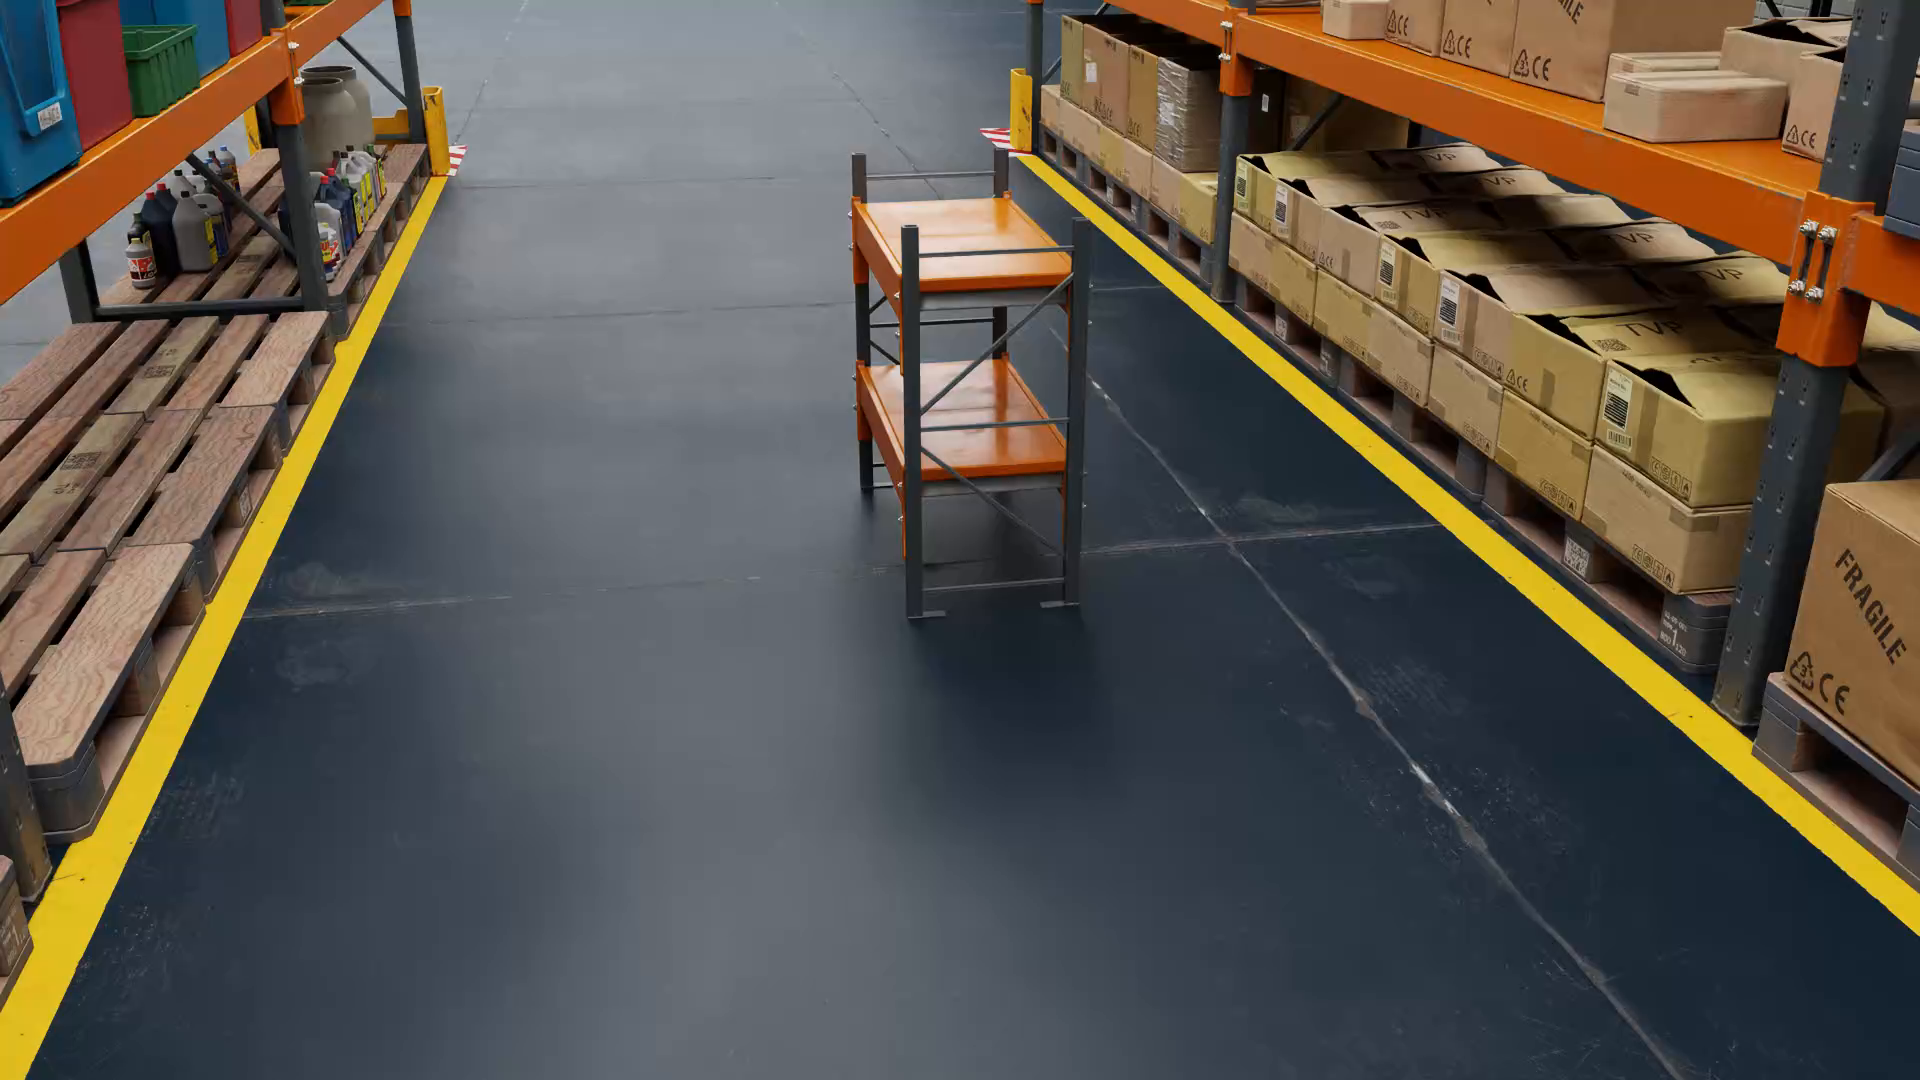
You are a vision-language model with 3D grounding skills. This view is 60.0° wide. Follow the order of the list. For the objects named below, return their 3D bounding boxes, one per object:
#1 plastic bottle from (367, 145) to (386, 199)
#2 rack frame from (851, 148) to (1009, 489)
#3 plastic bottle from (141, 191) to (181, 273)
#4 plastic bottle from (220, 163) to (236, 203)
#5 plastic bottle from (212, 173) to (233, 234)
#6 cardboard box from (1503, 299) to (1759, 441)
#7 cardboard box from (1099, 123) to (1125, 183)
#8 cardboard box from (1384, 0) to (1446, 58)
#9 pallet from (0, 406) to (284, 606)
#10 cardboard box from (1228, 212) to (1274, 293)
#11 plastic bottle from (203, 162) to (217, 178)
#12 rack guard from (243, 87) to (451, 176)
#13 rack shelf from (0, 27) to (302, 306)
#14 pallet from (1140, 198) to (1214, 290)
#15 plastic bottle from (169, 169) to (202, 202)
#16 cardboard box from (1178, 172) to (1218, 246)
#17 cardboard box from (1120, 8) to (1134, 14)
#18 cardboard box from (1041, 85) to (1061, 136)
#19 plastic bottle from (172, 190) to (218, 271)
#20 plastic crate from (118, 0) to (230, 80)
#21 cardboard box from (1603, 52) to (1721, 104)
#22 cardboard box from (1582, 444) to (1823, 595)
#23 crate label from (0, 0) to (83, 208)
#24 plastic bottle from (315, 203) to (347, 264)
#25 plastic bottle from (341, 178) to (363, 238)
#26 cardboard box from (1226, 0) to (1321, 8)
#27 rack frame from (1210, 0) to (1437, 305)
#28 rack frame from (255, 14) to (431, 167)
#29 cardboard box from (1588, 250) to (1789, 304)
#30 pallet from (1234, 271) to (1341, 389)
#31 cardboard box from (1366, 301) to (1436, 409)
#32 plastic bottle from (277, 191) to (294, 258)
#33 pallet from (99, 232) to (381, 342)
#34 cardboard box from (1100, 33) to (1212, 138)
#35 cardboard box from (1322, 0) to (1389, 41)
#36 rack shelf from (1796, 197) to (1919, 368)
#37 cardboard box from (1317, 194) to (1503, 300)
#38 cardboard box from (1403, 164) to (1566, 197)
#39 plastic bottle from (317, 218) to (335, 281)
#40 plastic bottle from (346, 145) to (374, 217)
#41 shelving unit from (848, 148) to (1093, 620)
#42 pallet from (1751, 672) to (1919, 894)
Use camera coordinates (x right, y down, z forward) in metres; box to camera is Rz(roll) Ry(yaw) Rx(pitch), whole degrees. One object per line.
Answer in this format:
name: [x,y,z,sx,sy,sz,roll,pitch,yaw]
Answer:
plastic bottle: [-3.111,-1.963,8.840,0.061,0.283,0.133,-4,24,-8]
rack frame: [-0.093,-0.713,5.477,0.500,1.125,0.032,-4,24,-10]
plastic bottle: [-3.584,-1.387,7.437,0.144,0.351,0.185,-5,24,-11]
plastic bottle: [-3.873,-1.883,8.759,0.097,0.201,0.097,0,24,0]
plastic bottle: [-3.601,-1.631,8.080,0.061,0.283,0.133,-4,24,-10]
cardboard box: [1.985,-0.540,4.948,0.500,0.311,0.500,-5,24,-11]
cardboard box: [1.104,-2.220,9.497,0.500,0.250,0.500,-4,24,-10]
cardboard box: [1.911,-2.067,6.111,0.500,0.500,0.500,-3,24,-6]
pallet: [-2.769,-0.102,5.220,1.003,0.211,1.213,-4,24,-10]
cardboard box: [1.518,-1.288,7.361,0.500,0.250,0.500,-5,24,-11]
plastic bottle: [-3.810,-1.781,8.440,0.097,0.271,0.097,0,24,0]
rack guard: [-3.861,-2.568,10.506,1.175,0.500,0.348,-4,24,-10]
rack shelf: [-2.812,-1.051,4.807,1.077,0.370,4.000,-4,24,-10]
pallet: [1.581,-1.570,8.581,1.003,0.211,1.213,-4,24,-10]
plastic bottle: [-3.679,-1.589,7.901,0.144,0.351,0.185,-4,24,-10]
cardboard box: [1.387,-1.631,8.147,0.500,0.250,0.500,-4,24,-10]
cardboard box: [1.339,-3.193,10.786,0.500,0.500,0.500,-4,24,-10]
cardboard box: [0.828,-2.810,10.848,0.500,0.250,0.500,-4,24,-10]
plastic bottle: [-3.442,-1.397,7.462,0.144,0.351,0.185,-4,24,-10]
plastic crate: [-2.672,-1.749,5.526,0.392,0.384,0.575,-4,24,-10]
cardboard box: [2.136,-1.341,4.887,0.380,0.149,0.250,-3,24,-6]
cardboard box: [2.090,-0.080,4.596,0.500,0.250,0.500,-4,24,-8]
crate label: [-2.360,-1.021,3.795,0.502,0.435,0.616,-4,24,-10]
plastic bottle: [-2.896,-1.403,7.569,0.152,0.276,0.135,-3,24,-8]
plastic bottle: [-2.947,-1.614,8.043,0.061,0.283,0.133,-3,24,-7]
cardboard box: [1.599,-2.752,7.678,0.700,0.500,0.500,-5,24,-11]
rack frame: [1.687,-2.532,7.300,1.000,3.000,0.127,-4,24,-10]
rack frame: [-3.921,-3.740,10.066,1.000,3.000,0.127,-4,24,-10]
cardboard box: [2.421,-0.783,5.504,0.500,0.311,0.500,-5,24,-11]
pallet: [1.862,-0.967,7.201,1.003,0.211,1.213,-4,24,-10]
cardboard box: [1.803,-0.683,5.976,0.500,0.250,0.500,-4,24,-9]
plastic bottle: [-3.065,-1.492,7.679,0.144,0.351,0.185,-4,24,-10]
pallet: [-3.265,-1.156,7.634,1.003,0.211,1.213,-4,24,-10]
cardboard box: [1.103,-2.564,9.347,0.500,0.500,0.500,-4,24,-10]
cardboard box: [1.650,-2.053,6.518,0.380,0.149,0.250,-4,24,-10]
rack shelf: [2.797,0.158,2.040,1.077,0.370,4.000,-4,24,-10]
cardboard box: [1.703,-1.140,6.322,0.500,0.311,0.500,-5,24,-11]
cardboard box: [2.146,-1.379,6.870,0.500,0.311,0.500,-4,24,-8]
plastic bottle: [-2.810,-1.276,7.283,0.097,0.271,0.097,0,24,0]
plastic bottle: [-3.071,-1.817,8.424,0.144,0.351,0.185,-3,24,-8]
shelving unit: [0.001,-0.513,5.019,0.538,1.125,1.048,-4,24,-10]
pallet: [2.528,0.616,3.577,1.003,0.211,1.213,-4,24,-10]
